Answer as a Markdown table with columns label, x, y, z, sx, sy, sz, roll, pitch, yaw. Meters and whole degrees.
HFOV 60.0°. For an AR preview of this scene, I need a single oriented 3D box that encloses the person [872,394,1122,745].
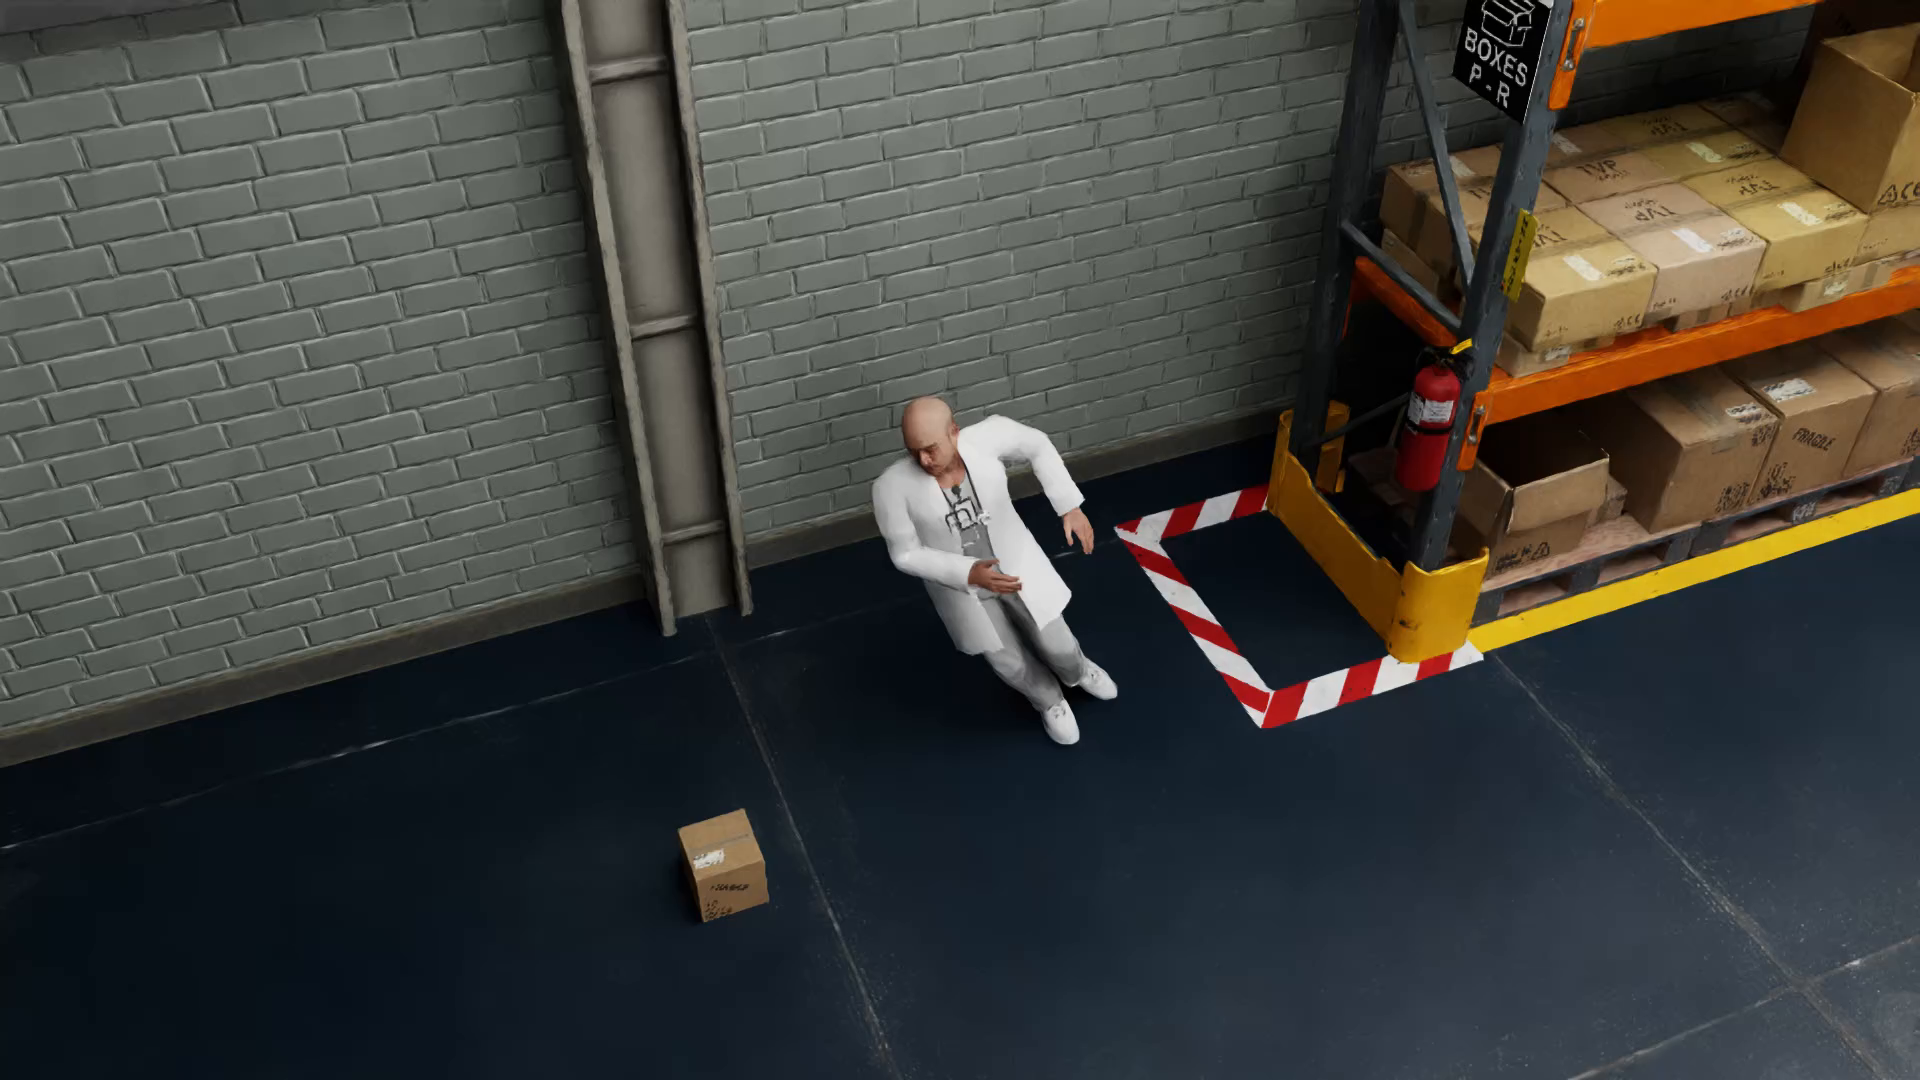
| label | x | y | z | sx | sy | sz | roll | pitch | yaw |
| --- | --- | --- | --- | --- | --- | --- | --- | --- | --- |
| person | 0.196 | 0.155 | 6.074 | 0.965 | 1.662 | 0.582 | -12 | 43 | -13 |
